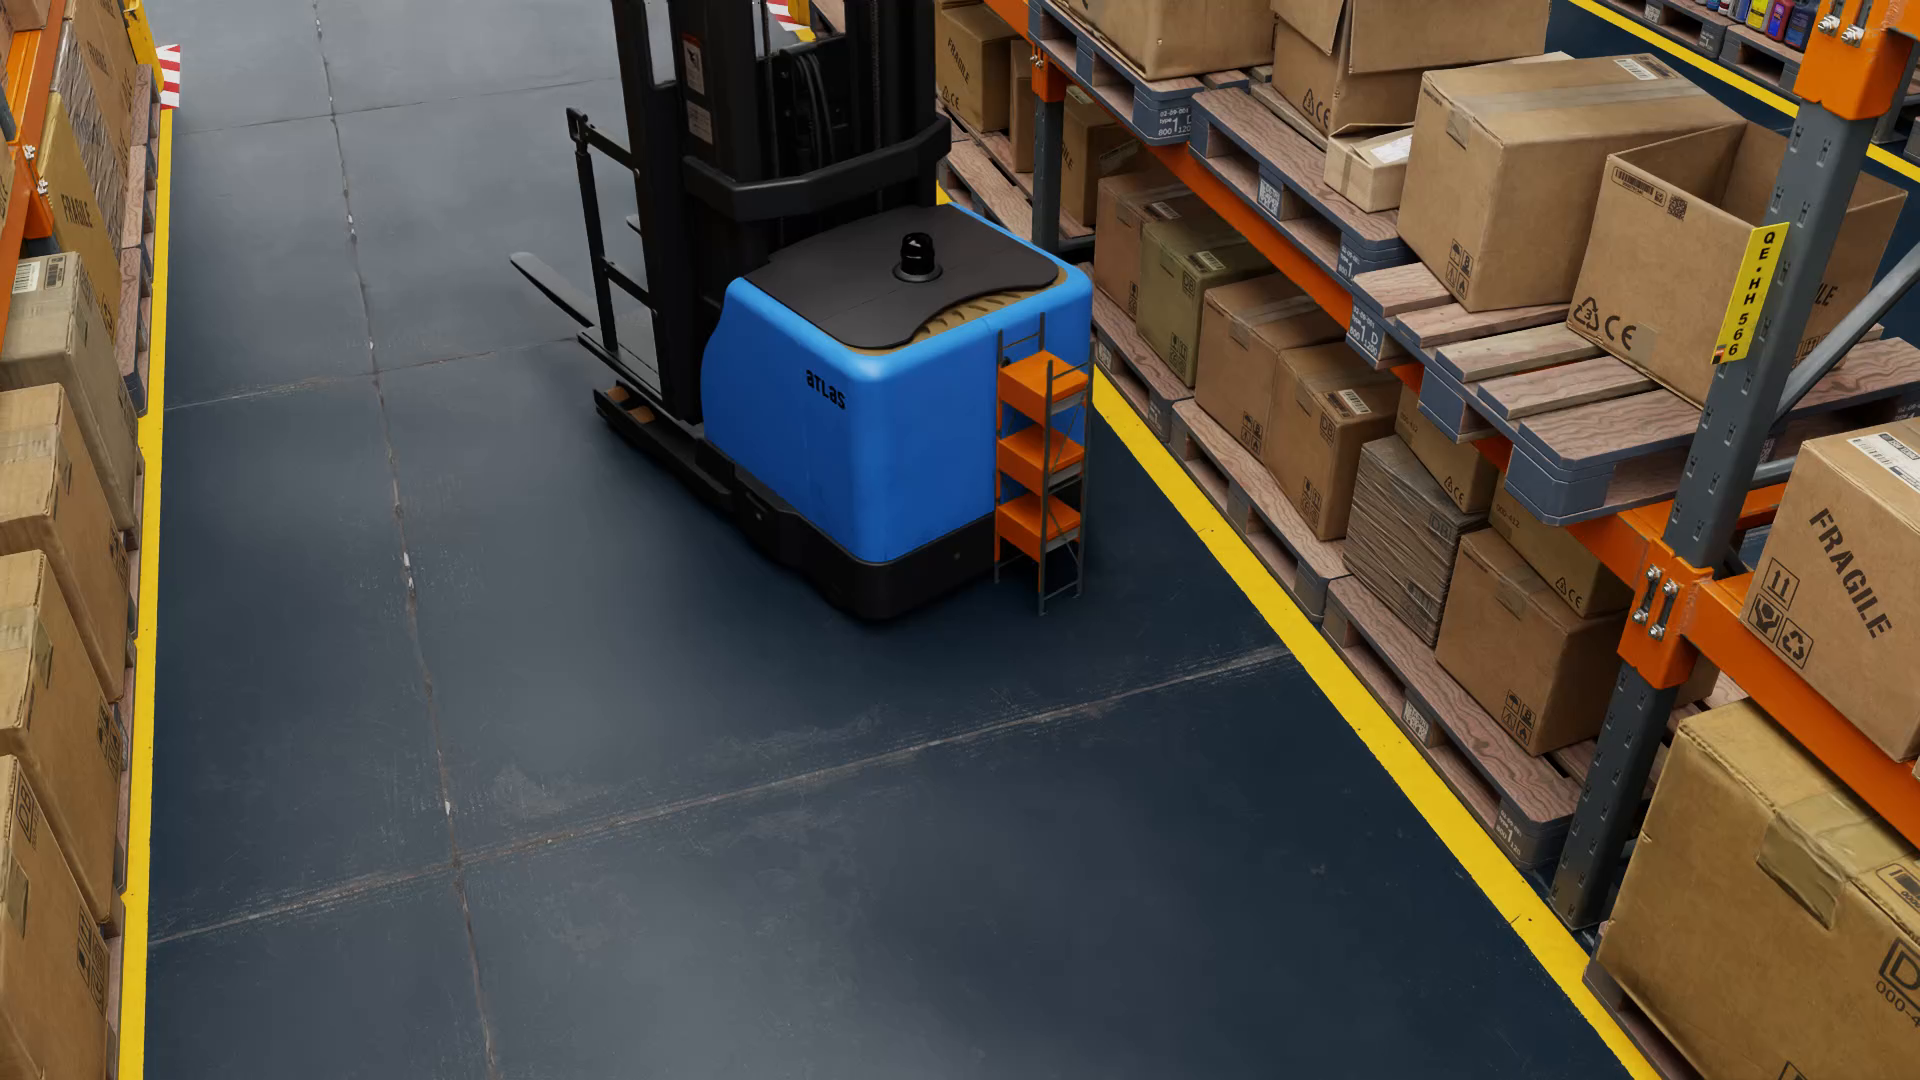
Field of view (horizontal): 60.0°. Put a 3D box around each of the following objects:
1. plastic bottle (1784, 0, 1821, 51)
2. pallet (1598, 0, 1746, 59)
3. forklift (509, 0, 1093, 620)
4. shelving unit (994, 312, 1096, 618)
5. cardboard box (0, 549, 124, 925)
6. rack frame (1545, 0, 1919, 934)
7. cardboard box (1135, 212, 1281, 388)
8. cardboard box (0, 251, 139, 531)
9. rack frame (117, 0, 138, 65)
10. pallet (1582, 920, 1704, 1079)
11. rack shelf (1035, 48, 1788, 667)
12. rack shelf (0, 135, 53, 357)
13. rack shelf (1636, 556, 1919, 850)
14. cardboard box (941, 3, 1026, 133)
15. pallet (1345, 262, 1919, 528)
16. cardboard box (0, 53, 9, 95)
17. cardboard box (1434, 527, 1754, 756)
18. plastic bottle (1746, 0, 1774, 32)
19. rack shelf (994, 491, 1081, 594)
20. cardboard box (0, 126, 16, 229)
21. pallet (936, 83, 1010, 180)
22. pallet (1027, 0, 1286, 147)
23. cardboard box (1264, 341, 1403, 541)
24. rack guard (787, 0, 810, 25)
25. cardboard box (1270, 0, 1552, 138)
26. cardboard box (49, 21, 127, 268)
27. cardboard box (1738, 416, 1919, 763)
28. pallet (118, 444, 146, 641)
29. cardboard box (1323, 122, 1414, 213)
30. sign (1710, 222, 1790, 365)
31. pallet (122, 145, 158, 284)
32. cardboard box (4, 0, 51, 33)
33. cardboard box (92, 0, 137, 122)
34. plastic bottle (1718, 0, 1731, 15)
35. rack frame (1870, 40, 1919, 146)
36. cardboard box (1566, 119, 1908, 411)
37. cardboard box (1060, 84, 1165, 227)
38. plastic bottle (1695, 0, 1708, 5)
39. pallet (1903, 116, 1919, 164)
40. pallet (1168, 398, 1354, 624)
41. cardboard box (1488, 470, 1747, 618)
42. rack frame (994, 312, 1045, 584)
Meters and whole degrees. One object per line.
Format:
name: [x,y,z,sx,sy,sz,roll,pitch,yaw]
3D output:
plastic bottle: [4.912,-3.026,9.610,0.144,0.351,0.185,-14,39,-18]
pallet: [4.855,-3.460,10.668,1.003,0.211,1.213,-12,39,-16]
forklift: [-0.848,-1.716,6.091,1.130,2.935,3.031,-26,44,-30]
shelving unit: [0.280,-0.240,5.697,0.215,1.050,0.252,-26,44,-30]
cardboard box: [-2.925,0.634,4.435,1.050,0.750,0.750,-12,39,-15]
rack frame: [2.196,-0.210,4.036,1.000,3.000,0.127,-12,39,-16]
cardboard box: [1.157,-1.023,6.827,0.700,0.500,0.500,-13,39,-16]
cardboard box: [-3.574,-0.437,5.858,1.050,0.750,0.750,-13,39,-16]
rack frame: [-5.249,-3.760,8.749,1.000,3.000,0.127,-12,39,-16]
pallet: [2.397,1.364,4.263,1.003,0.211,1.213,-12,39,-16]
rack shelf: [1.508,-1.053,5.753,1.077,0.370,4.000,-12,39,-16]
rack shelf: [-3.184,-0.083,4.465,1.077,0.370,4.000,-12,39,-16]
rack shelf: [2.884,1.207,2.753,1.077,0.370,4.000,-12,39,-16]
cardboard box: [0.228,-2.530,8.844,0.500,0.500,0.500,-16,40,-20]
pallet: [1.851,-0.514,4.599,1.213,0.211,1.003,-12,39,-16]
cardboard box: [-4.010,-1.766,5.977,0.875,0.550,0.550,-12,39,-16]
cardboard box: [1.947,0.238,5.153,0.700,0.500,0.500,-14,39,-18]
plastic bottle: [4.801,-3.208,9.852,0.144,0.351,0.185,-13,39,-16]
rack shelf: [0.280,-0.010,5.870,0.215,0.259,0.240,-26,44,-30]
cardboard box: [-3.442,-1.301,5.401,0.500,0.500,0.500,-13,39,-16]
pallet: [0.132,-2.419,9.286,1.003,0.211,1.213,-12,39,-16]
pallet: [0.946,-1.932,6.481,1.003,0.211,1.213,-12,39,-16]
cardboard box: [1.542,-0.392,5.989,0.700,0.500,0.500,-9,38,-12]
rack guard: [-0.531,-3.688,10.731,1.175,0.500,0.348,-12,39,-16]
cardboard box: [1.503,-1.719,5.604,0.797,0.503,0.637,-9,38,-11]
cardboard box: [-4.337,-1.698,7.427,0.875,0.875,0.875,-12,39,-16]
cardboard box: [2.108,0.080,3.567,0.500,0.500,0.500,-11,38,-15]
pallet: [-3.536,0.034,6.030,1.003,0.211,1.213,-12,39,-16]
cardboard box: [1.369,-1.211,5.127,0.396,0.266,0.258,-14,39,-17]
sign: [1.690,-0.524,3.556,0.100,0.325,0.005,-12,39,-16]
pallet: [-4.484,-1.523,8.096,1.003,0.211,1.213,-12,39,-16]
cardboard box: [-4.296,-2.402,6.821,0.875,0.550,0.550,-12,39,-16]
cardboard box: [-4.953,-2.710,8.771,0.875,0.875,0.875,-12,39,-16]
plastic bottle: [4.682,-3.302,10.101,0.097,0.201,0.097,0,37,0]
rack frame: [5.470,-3.496,8.398,1.000,3.000,0.127,-12,39,-16]
cardboard box: [1.973,-0.715,4.274,0.500,0.500,0.500,-17,40,-21]
cardboard box: [0.720,-1.874,7.973,0.500,0.500,0.500,-14,39,-17]
plastic bottle: [4.611,-3.418,10.255,0.097,0.201,0.097,0,37,0]
pallet: [5.777,-1.946,8.658,1.003,0.211,1.213,-12,39,-16]
pallet: [1.513,-0.226,6.375,1.003,0.211,1.213,-12,39,-16]
cardboard box: [1.937,-0.060,4.925,0.500,0.250,0.500,-11,38,-14]
rack frame: [0.203,-0.297,5.772,0.200,1.050,0.008,-26,44,-30]
